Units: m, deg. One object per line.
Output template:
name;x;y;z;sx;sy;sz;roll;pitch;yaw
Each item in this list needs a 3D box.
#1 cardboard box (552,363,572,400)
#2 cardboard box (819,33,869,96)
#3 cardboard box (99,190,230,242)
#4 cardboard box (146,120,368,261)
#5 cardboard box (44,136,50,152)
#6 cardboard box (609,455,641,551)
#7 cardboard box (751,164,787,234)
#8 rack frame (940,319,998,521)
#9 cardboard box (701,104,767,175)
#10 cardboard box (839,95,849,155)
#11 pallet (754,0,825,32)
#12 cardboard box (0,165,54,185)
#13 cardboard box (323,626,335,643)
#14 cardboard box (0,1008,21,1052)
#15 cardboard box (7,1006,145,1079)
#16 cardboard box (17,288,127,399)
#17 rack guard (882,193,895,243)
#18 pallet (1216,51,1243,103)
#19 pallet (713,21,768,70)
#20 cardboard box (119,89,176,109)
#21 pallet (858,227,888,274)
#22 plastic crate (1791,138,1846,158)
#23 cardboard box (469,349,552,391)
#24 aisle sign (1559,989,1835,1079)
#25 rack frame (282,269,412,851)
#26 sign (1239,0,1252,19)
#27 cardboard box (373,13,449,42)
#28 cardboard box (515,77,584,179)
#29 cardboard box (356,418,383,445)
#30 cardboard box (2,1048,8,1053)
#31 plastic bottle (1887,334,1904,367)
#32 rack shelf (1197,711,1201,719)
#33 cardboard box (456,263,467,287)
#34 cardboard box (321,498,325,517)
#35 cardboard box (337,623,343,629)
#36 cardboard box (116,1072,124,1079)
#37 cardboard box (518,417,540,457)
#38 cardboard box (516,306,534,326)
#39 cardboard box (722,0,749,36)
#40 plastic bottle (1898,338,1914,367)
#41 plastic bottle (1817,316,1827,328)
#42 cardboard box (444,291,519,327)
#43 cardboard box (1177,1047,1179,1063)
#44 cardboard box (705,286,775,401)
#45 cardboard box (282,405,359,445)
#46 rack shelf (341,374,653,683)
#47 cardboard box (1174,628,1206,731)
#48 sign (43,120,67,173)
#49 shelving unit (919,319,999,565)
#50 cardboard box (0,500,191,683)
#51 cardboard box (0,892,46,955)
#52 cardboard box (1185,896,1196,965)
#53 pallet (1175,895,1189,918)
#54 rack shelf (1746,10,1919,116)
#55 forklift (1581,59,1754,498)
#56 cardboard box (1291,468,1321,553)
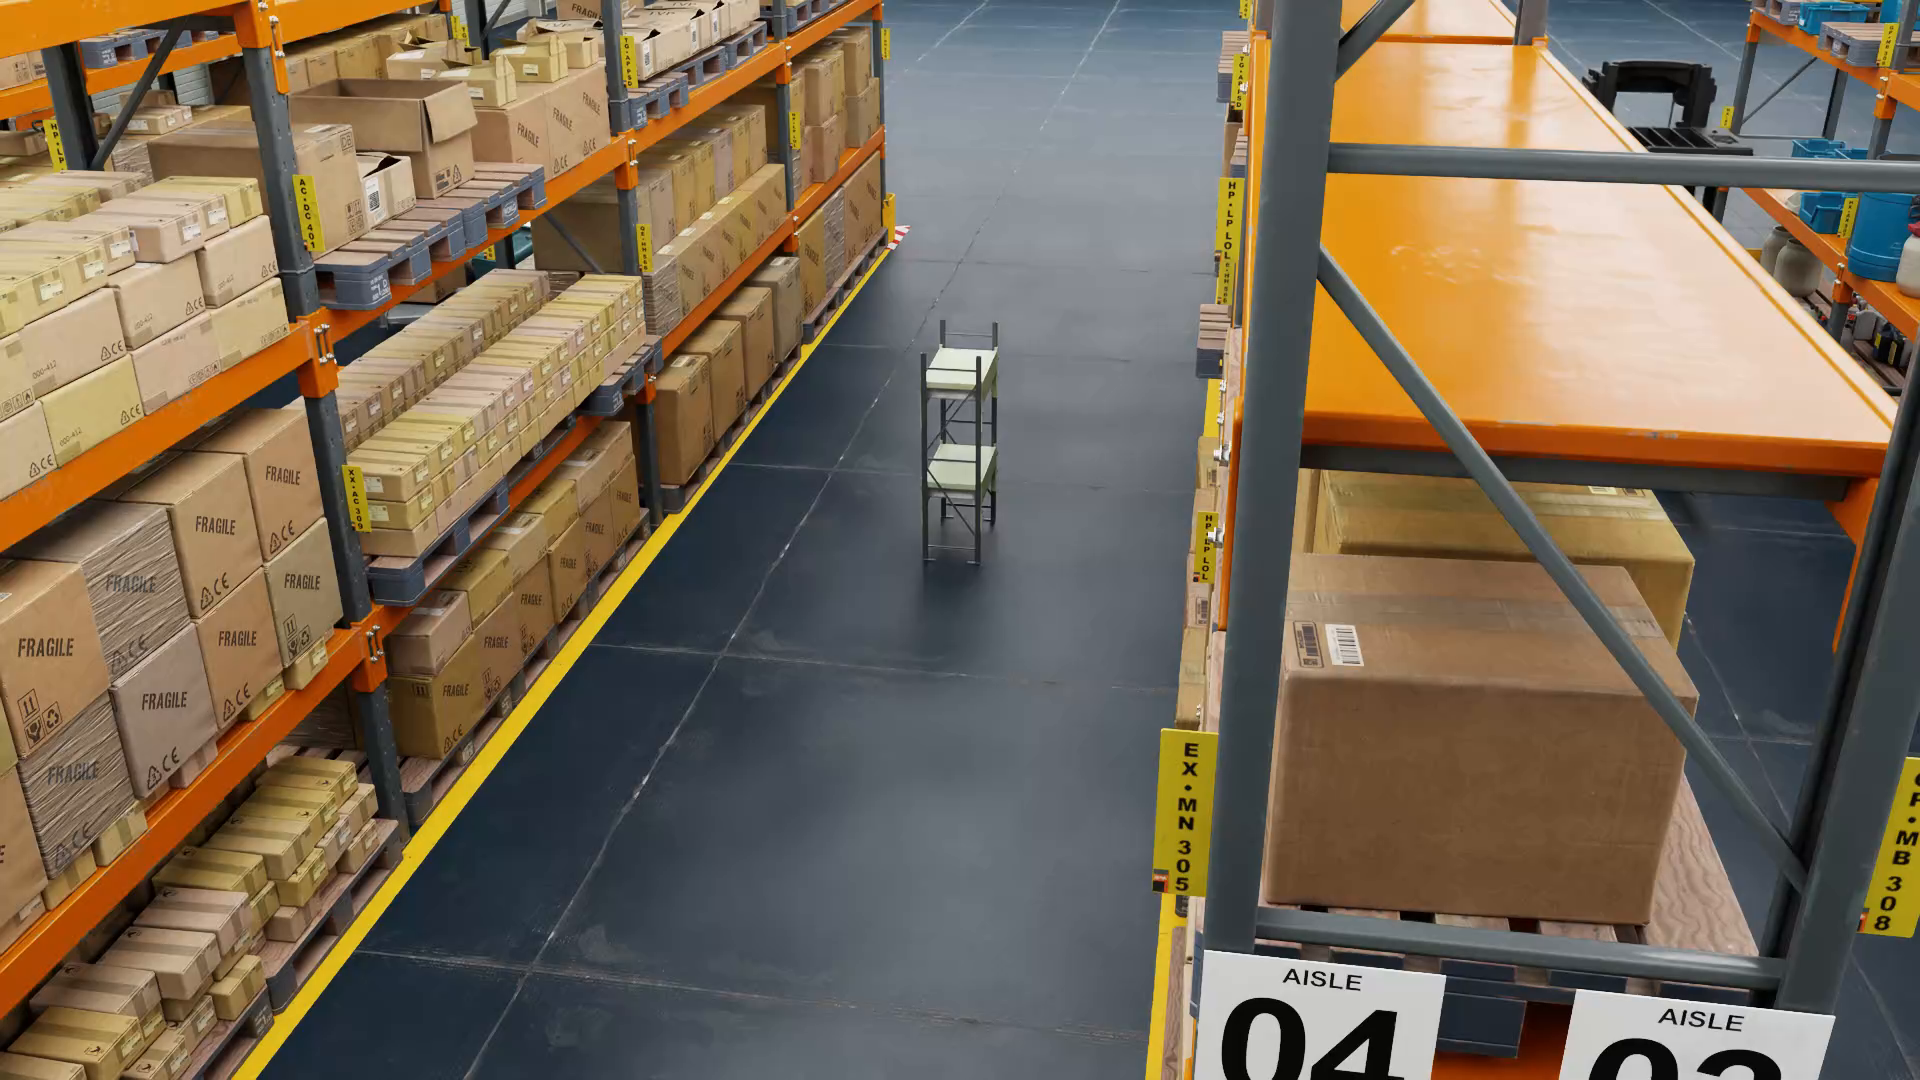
cardboard box;-2.498;-0.938;9.710;0.380;0.149;0.250;5;25;10
cardboard box;-1.448;-5.018;17.527;0.875;0.550;0.550;4;25;9
cardboard box;-3.126;-1.268;6.544;0.380;0.149;0.250;5;25;10
cardboard box;-3.141;-1.576;7.472;0.700;0.500;0.500;4;25;9
cardboard box;-7.512;-3.041;13.789;0.500;0.500;0.500;3;25;6
cardboard box;-2.507;-0.269;11.284;0.500;0.500;0.500;4;25;8
cardboard box;-1.825;-2.986;14.517;0.500;0.500;0.500;4;25;8
rack frame;0.061;-0.835;11.809;0.400;1.500;0.023;4;25;9
cardboard box;-2.079;-3.468;14.367;0.700;0.500;0.500;4;25;8
cardboard box;-1.650;-4.303;17.272;0.875;0.550;0.550;4;25;9
pallet;-1.860;-4.837;15.157;1.003;0.211;1.213;4;25;9
cardboard box;-7.177;-2.566;12.774;0.500;0.500;0.500;5;26;11
cardboard box;-3.127;0.418;7.660;0.380;0.149;0.250;4;25;8
cardboard box;-3.867;1.893;6.377;0.380;0.149;0.250;3;25;7
cardboard box;-3.349;1.926;6.308;0.380;0.149;0.250;4;25;9
cardboard box;-3.313;-0.703;5.806;0.500;0.250;0.500;5;26;11
rack guard;-1.346;-3.728;19.170;1.175;0.500;0.348;4;25;9
pallet;2.501;-3.380;12.161;1.213;0.211;1.003;4;25;9
pallet;-2.105;-4.062;13.622;0.805;0.209;1.217;3;25;6
cardboard box;-7.330;-3.970;15.008;0.380;0.149;0.250;4;25;8
pallet;-1.404;-3.248;18.484;1.003;0.211;1.213;4;25;9
plastic crate;8.626;-3.824;16.601;0.499;0.251;0.616;4;25;9
cardboard box;-2.542;-0.964;9.415;0.380;0.149;0.250;5;26;10
aisle sign;1.196;1.101;2.838;0.394;0.787;0.004;4;25;9
rack frame;-3.311;0.168;7.896;1.000;3.000;0.127;4;25;9
sign;2.336;-4.419;13.548;0.100;0.325;0.005;4;25;9
cardboard box;-6.118;-5.555;18.476;0.700;0.500;0.500;3;25;7
cardboard box;-2.569;-2.442;9.817;0.500;0.500;0.500;4;25;9
cardboard box;-3.315;-0.551;8.884;0.380;0.149;0.250;3;25;7
cardboard box;-3.945;2.026;6.444;0.380;0.149;0.250;5;26;11
plastic bottle;8.165;-1.665;14.497;0.061;0.283;0.133;4;25;9
rack shelf;1.239;1.717;5.437;1.077;0.370;4.000;4;25;9
cardboard box;-5.386;-2.701;16.972;0.500;0.500;0.500;-20;32;-36
cardboard box;-3.400;-0.197;8.477;0.380;0.149;0.250;4;25;9
cardboard box;-3.439;0.442;8.881;0.500;0.250;0.500;3;25;7
cardboard box;-3.471;2.054;6.385;0.380;0.149;0.250;5;26;11
cardboard box;-2.585;-0.587;9.312;0.380;0.149;0.250;4;25;8
cardboard box;-2.977;-1.414;10.727;0.380;0.149;0.250;5;26;11
cardboard box;-1.989;-4.172;13.194;0.500;0.250;0.500;4;25;8
plastic bottle;8.270;-1.654;14.484;0.152;0.276;0.135;5;26;10
plastic bottle;7.612;-1.818;14.745;0.144;0.351;0.185;3;25;6
cardboard box;-3.010;-1.456;10.465;0.380;0.149;0.250;4;25;8
cardboard box;1.379;1.597;6.855;0.875;0.875;0.875;4;25;9
cardboard box;-2.178;-1.680;14.003;1.050;0.750;0.750;4;25;9
cardboard box;-3.351;-0.579;8.593;0.380;0.149;0.250;3;25;7
rack shelf;-2.984;-0.342;9.836;1.077;0.370;4.000;4;25;9
cardboard box;1.650;1.057;8.008;1.225;0.875;0.875;4;25;9
sign;-3.859;-1.640;7.146;0.100;0.325;0.005;4;25;9
shelving unit;0.001;-0.682;11.482;0.431;1.500;0.755;4;25;9
cardboard box;-3.298;0.181;6.222;0.500;0.500;0.500;5;25;10
cardboard box;-3.447;1.293;5.789;0.380;0.149;0.250;4;25;7
cardboard box;0.977;1.296;5.313;0.500;0.250;0.500;4;25;9
pallet;1.617;1.489;8.363;1.003;0.211;1.213;4;25;9
rack shelf;8.086;-4.318;14.790;1.077;0.370;4.000;4;25;9
forklift;5.208;-2.089;12.799;1.130;2.935;3.031;3;25;7
cardboard box;1.192;-0.080;4.157;0.700;0.500;0.500;2;25;5
